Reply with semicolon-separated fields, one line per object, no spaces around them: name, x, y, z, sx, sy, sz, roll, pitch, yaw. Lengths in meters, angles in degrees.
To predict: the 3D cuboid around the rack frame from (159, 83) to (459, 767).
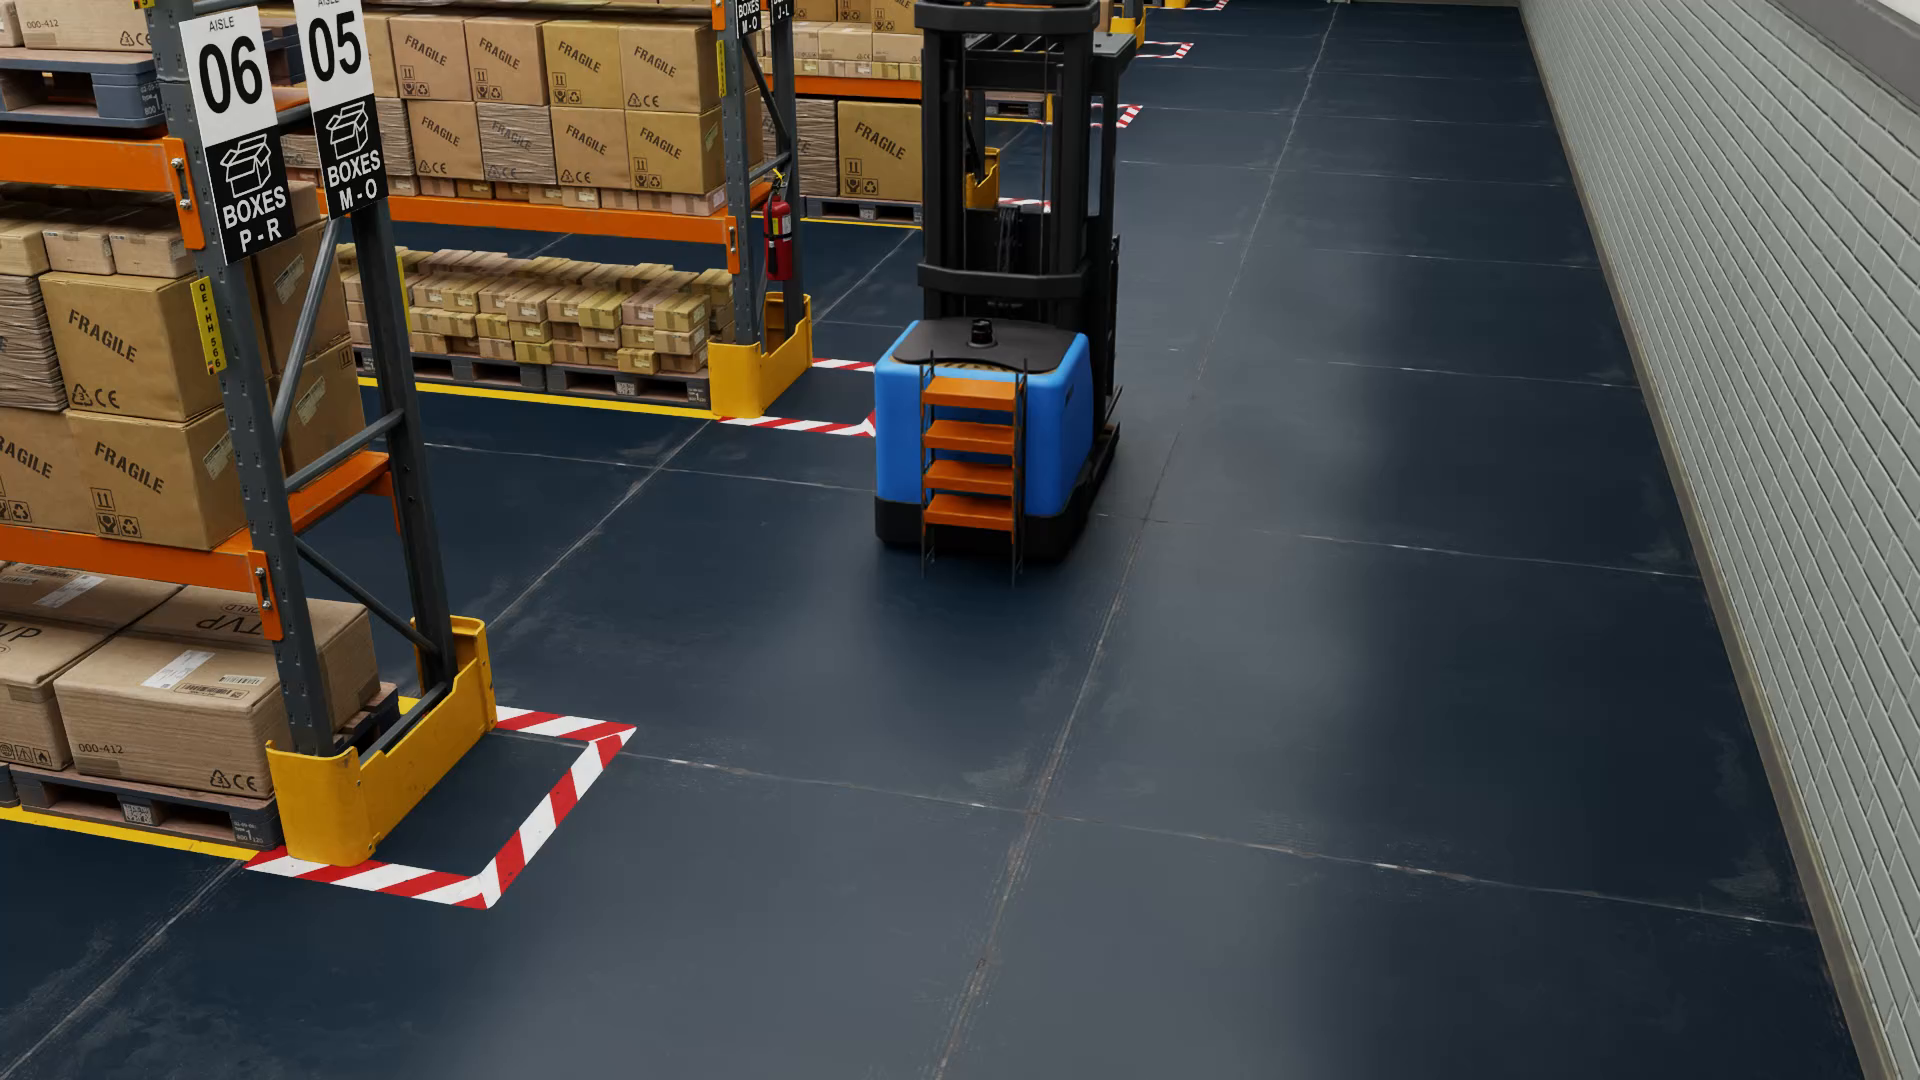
rack frame;-2.410;-0.324;6.442;0.127;3.000;1.000;6;26;13

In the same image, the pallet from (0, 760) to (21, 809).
pallet;-4.382;0.750;7.429;1.213;0.211;1.003;6;26;13

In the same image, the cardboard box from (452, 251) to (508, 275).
cardboard box;-3.458;-1.956;12.006;0.250;0.149;0.380;5;26;11

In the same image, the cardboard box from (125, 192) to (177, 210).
cardboard box;-2.957;-1.266;6.385;0.250;0.149;0.380;7;26;14

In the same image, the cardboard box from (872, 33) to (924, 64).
cardboard box;-0.477;-4.458;14.953;0.500;0.250;0.500;6;26;12

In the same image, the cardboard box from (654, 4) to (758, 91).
cardboard box;-1.644;-3.185;10.826;0.500;0.500;0.500;6;26;13

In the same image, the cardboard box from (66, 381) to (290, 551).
cardboard box;-2.943;-0.311;6.297;0.500;0.500;0.500;6;26;13

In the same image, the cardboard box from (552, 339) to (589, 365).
cardboard box;-2.588;-1.338;11.400;0.250;0.149;0.380;7;26;14

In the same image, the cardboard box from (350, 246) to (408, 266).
cardboard box;-4.240;-2.031;12.162;0.250;0.149;0.380;6;26;13

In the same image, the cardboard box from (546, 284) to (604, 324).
cardboard box;-2.597;-1.598;11.253;0.250;0.149;0.380;5;26;11

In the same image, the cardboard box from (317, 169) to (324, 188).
cardboard box;-4.155;-2.509;11.323;0.250;0.149;0.380;5;26;11

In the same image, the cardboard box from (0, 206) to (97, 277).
cardboard box;-3.330;-1.079;5.992;0.250;0.149;0.380;6;26;13

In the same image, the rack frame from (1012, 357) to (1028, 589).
rack frame;0.307;-0.334;8.556;0.015;1.200;0.240;6;26;12

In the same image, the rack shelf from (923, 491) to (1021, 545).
rack shelf;0.069;-0.118;8.721;0.480;0.148;0.258;6;26;12

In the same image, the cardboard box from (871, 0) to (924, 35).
cardboard box;-0.479;-4.798;14.795;0.500;0.500;0.500;7;26;14

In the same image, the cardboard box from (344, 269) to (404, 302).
cardboard box;-4.100;-1.793;11.662;0.250;0.149;0.380;6;26;12

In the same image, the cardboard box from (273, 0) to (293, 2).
cardboard box;-4.627;-3.517;11.523;0.500;0.500;0.500;5;26;11

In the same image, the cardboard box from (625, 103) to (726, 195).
cardboard box;-1.774;-2.516;10.584;0.500;0.500;0.500;7;26;14

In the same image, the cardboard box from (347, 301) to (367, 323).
cardboard box;-4.105;-1.658;11.725;0.250;0.149;0.380;5;26;10

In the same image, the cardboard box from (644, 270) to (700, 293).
cardboard box;-1.995;-1.744;11.560;0.250;0.149;0.380;7;26;14

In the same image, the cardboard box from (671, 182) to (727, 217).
cardboard box;-1.661;-2.200;10.673;0.250;0.149;0.380;6;26;13

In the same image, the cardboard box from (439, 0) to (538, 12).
cardboard box;-3.127;-3.355;11.182;0.500;0.500;0.500;5;26;11

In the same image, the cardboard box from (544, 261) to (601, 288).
cardboard box;-2.734;-1.850;11.782;0.250;0.149;0.380;7;26;15

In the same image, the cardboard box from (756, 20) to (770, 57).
cardboard box;-1.967;-4.621;15.295;0.500;0.250;0.500;6;26;13

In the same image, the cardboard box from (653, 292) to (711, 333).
cardboard box;-1.851;-1.518;11.085;0.250;0.149;0.380;7;26;14

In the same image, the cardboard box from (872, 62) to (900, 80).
cardboard box;-0.621;-4.265;15.011;0.250;0.149;0.380;7;26;14

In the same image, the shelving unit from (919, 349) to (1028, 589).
shelving unit;0.069;-0.358;8.606;0.503;1.200;0.258;6;26;12

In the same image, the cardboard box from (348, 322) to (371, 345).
cardboard box;-4.107;-1.514;11.769;0.250;0.149;0.380;6;26;12

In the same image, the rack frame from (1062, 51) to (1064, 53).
rack frame;1.292;-6.512;19.439;0.127;3.000;1.000;6;26;13

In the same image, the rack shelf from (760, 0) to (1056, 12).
rack shelf;-0.645;-6.401;20.043;4.000;0.370;1.077;6;26;13

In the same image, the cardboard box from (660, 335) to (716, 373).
cardboard box;-1.837;-1.268;11.252;0.250;0.149;0.380;7;26;14

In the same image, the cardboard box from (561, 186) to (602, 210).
cardboard box;-2.392;-2.280;10.842;0.250;0.149;0.380;7;26;14

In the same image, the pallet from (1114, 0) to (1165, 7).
pallet;2.965;-9.430;28.813;1.213;0.211;1.003;6;26;13

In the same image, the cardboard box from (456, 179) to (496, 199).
cardboard box;-3.148;-2.396;11.085;0.250;0.149;0.380;7;26;14

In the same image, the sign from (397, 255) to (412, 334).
sign;-2.266;-0.981;6.723;0.005;0.325;0.100;6;26;13

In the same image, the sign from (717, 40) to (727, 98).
sign;-1.433;-2.833;9.996;0.005;0.325;0.100;6;26;13

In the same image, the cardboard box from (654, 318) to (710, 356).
cardboard box;-1.857;-1.370;11.121;0.250;0.149;0.380;6;26;12

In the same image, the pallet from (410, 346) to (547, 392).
pallet;-3.305;-1.378;11.899;1.213;0.211;1.003;6;26;13

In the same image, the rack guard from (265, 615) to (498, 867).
rack guard;-2.387;0.807;6.974;0.348;0.500;1.175;6;26;13

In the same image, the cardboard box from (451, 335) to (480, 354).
cardboard box;-3.336;-1.436;11.604;0.250;0.149;0.380;7;26;14

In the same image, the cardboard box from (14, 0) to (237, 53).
cardboard box;-2.868;-1.856;5.740;0.500;0.250;0.500;4;26;8

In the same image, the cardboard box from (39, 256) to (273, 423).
cardboard box;-2.936;-0.773;6.106;0.500;0.500;0.500;7;26;15

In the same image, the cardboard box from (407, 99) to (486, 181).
cardboard box;-3.246;-2.682;10.931;0.500;0.500;0.500;8;27;16

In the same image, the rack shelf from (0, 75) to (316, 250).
rack shelf;-4.347;-1.568;6.401;4.000;0.370;1.077;6;26;13

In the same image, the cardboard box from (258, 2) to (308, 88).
cardboard box;-4.267;-3.256;10.975;0.500;0.500;0.500;6;26;11

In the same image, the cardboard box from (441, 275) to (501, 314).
cardboard box;-3.360;-1.694;11.455;0.250;0.149;0.380;6;26;13

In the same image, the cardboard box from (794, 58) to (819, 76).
cardboard box;-1.358;-4.346;15.182;0.250;0.149;0.380;6;26;12

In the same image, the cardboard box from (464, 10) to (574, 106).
cardboard box;-2.777;-3.079;10.601;0.500;0.500;0.500;8;27;16

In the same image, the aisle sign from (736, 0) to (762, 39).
aisle sign;-1.279;-3.437;9.956;0.004;0.787;0.394;6;26;13

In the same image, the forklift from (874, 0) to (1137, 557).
forklift;0.384;-1.841;9.707;1.130;2.935;3.031;6;26;12

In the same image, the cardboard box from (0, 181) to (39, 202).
cardboard box;-3.707;-1.368;6.600;0.250;0.149;0.380;7;26;14

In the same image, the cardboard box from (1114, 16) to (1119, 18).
cardboard box;2.209;-7.673;24.682;0.250;0.149;0.380;6;26;13

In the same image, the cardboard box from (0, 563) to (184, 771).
cardboard box;-3.963;0.519;7.162;0.875;0.438;0.875;7;26;14

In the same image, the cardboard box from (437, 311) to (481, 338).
cardboard box;-3.383;-1.528;11.453;0.250;0.149;0.380;7;26;14

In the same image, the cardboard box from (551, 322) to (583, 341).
cardboard box;-2.596;-1.497;11.387;0.250;0.149;0.380;6;26;12

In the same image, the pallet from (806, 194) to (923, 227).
pallet;-0.736;-3.244;15.818;1.213;0.211;1.003;6;26;13

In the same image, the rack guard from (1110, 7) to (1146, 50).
rack guard;2.455;-7.453;24.324;0.348;0.500;1.175;6;26;13

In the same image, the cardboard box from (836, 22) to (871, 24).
cardboard box;-0.845;-4.733;15.531;0.500;0.250;0.500;6;26;12
